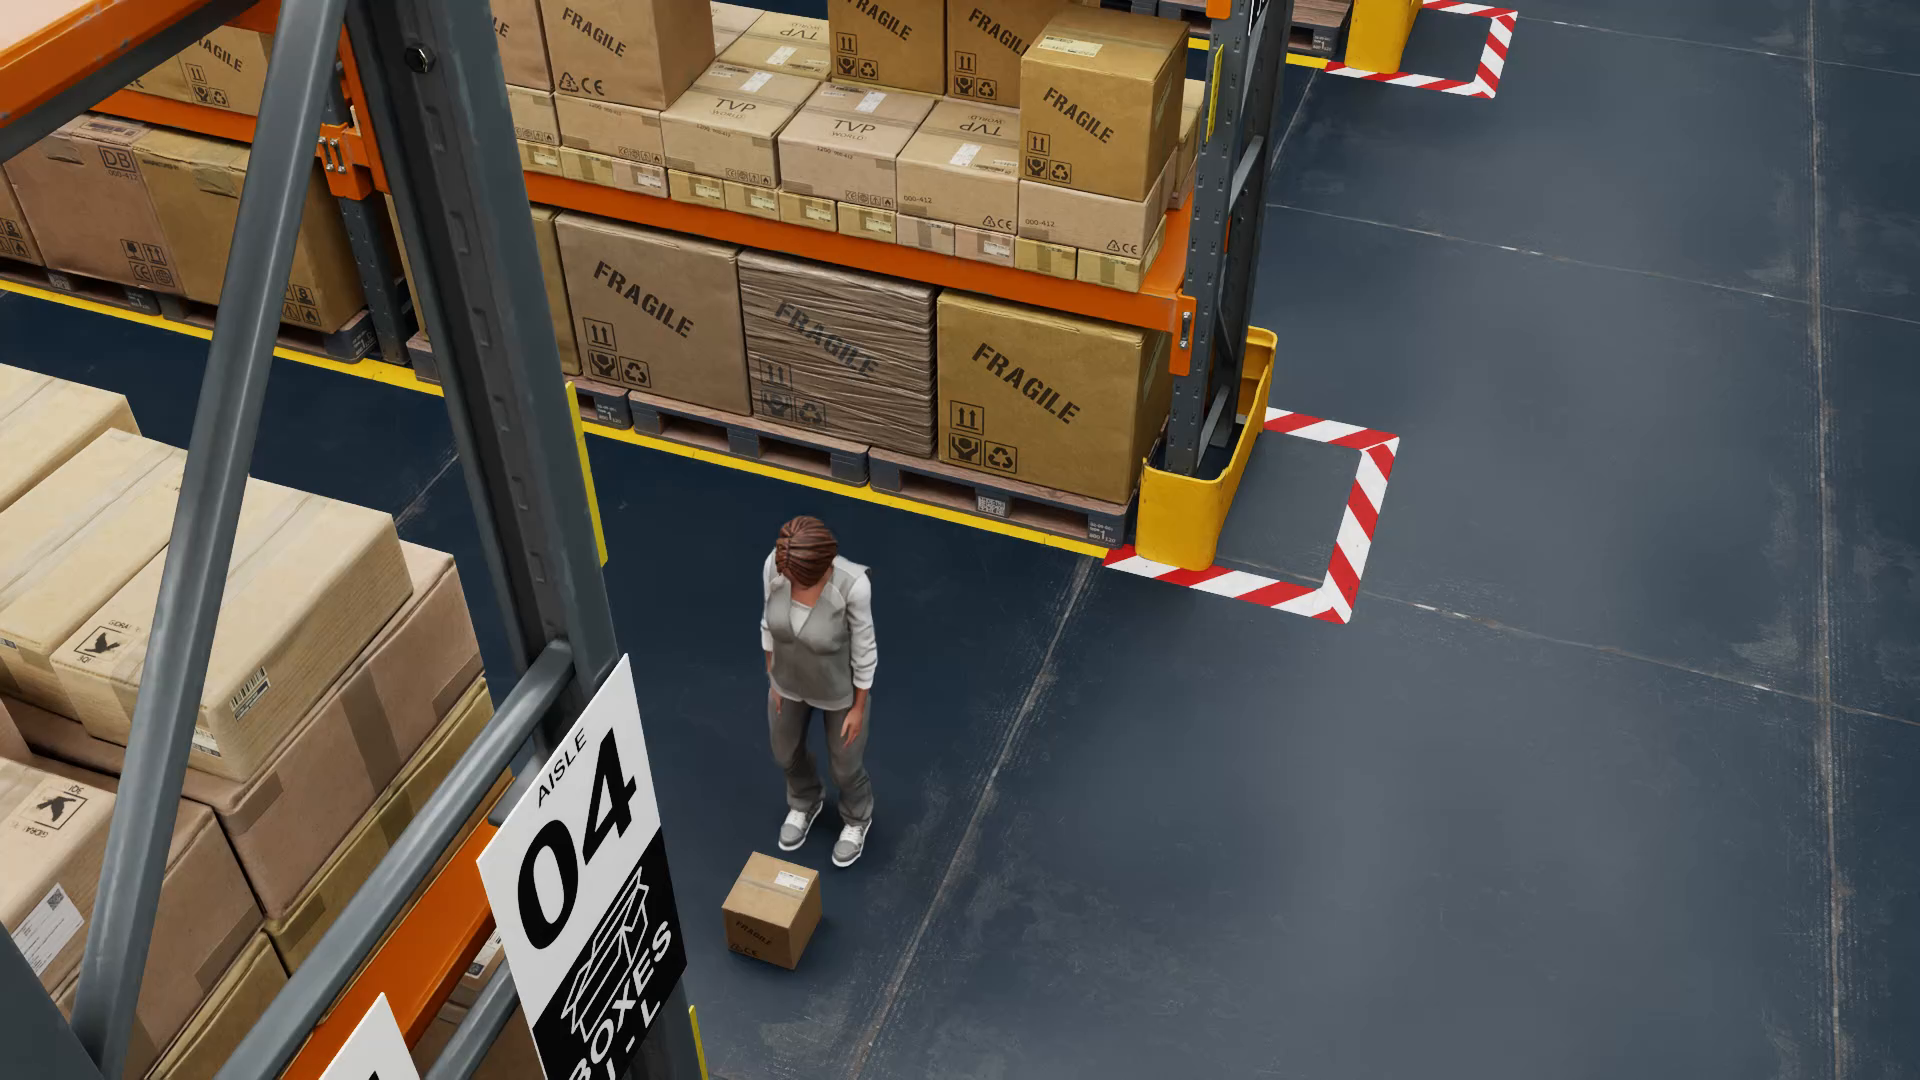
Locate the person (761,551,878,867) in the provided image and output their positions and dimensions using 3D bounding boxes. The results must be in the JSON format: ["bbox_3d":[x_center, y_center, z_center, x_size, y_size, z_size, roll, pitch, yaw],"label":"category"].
[{"bbox_3d":[-0.459,0.587,5.708,0.417,1.352,0.310,15,44,16],"label":"person"}]
